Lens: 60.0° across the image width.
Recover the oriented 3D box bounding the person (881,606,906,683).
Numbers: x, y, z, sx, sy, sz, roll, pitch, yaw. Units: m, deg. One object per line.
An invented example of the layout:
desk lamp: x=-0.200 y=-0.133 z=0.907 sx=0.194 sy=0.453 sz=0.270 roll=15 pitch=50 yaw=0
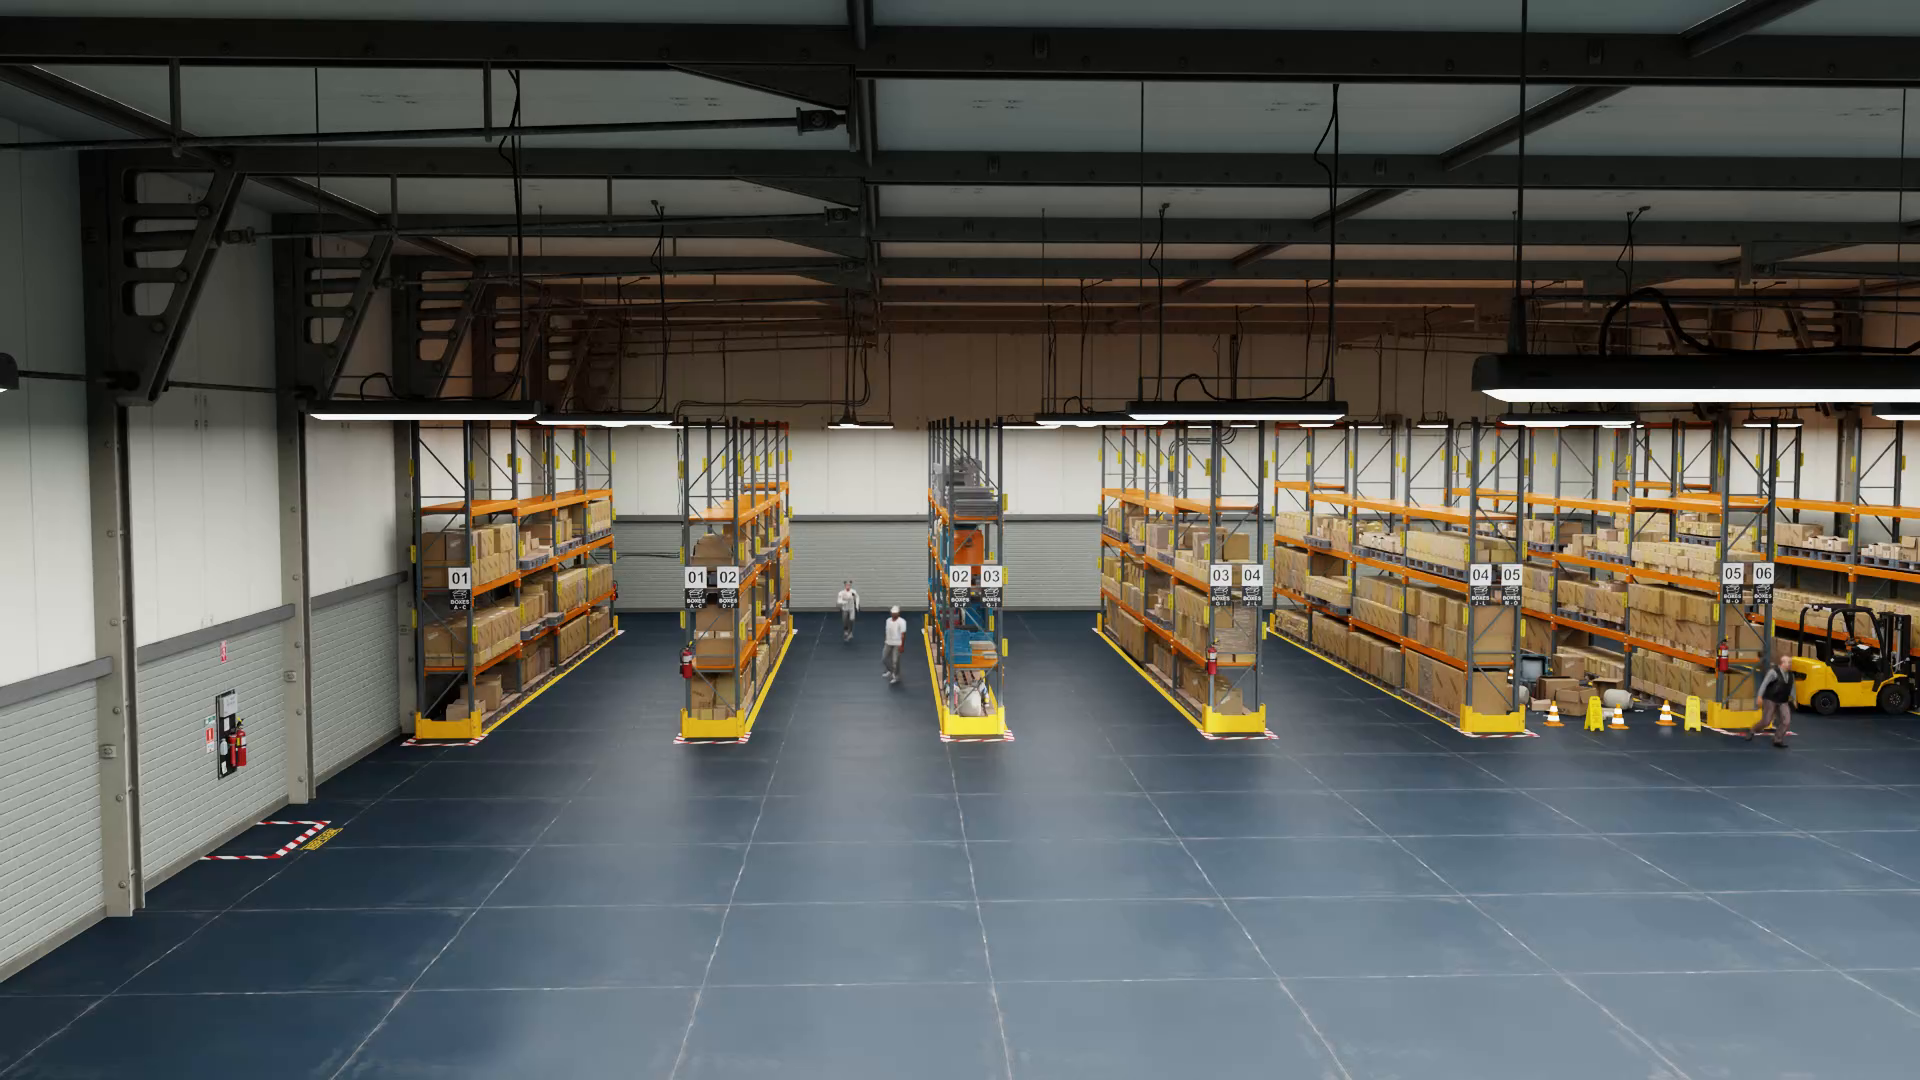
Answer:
person: x=-1.500 y=2.381 z=37.915 sx=0.671 sy=1.778 sz=0.471 roll=2 pitch=4 yaw=31

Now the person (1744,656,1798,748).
person: x=14.759 y=2.914 z=30.237 sx=0.728 sy=1.667 sz=0.733 roll=-1 pitch=4 yaw=-17

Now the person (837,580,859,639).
person: x=-2.996 y=1.838 z=44.541 sx=0.570 sy=1.558 sz=0.850 roll=0 pitch=4 yaw=-3
